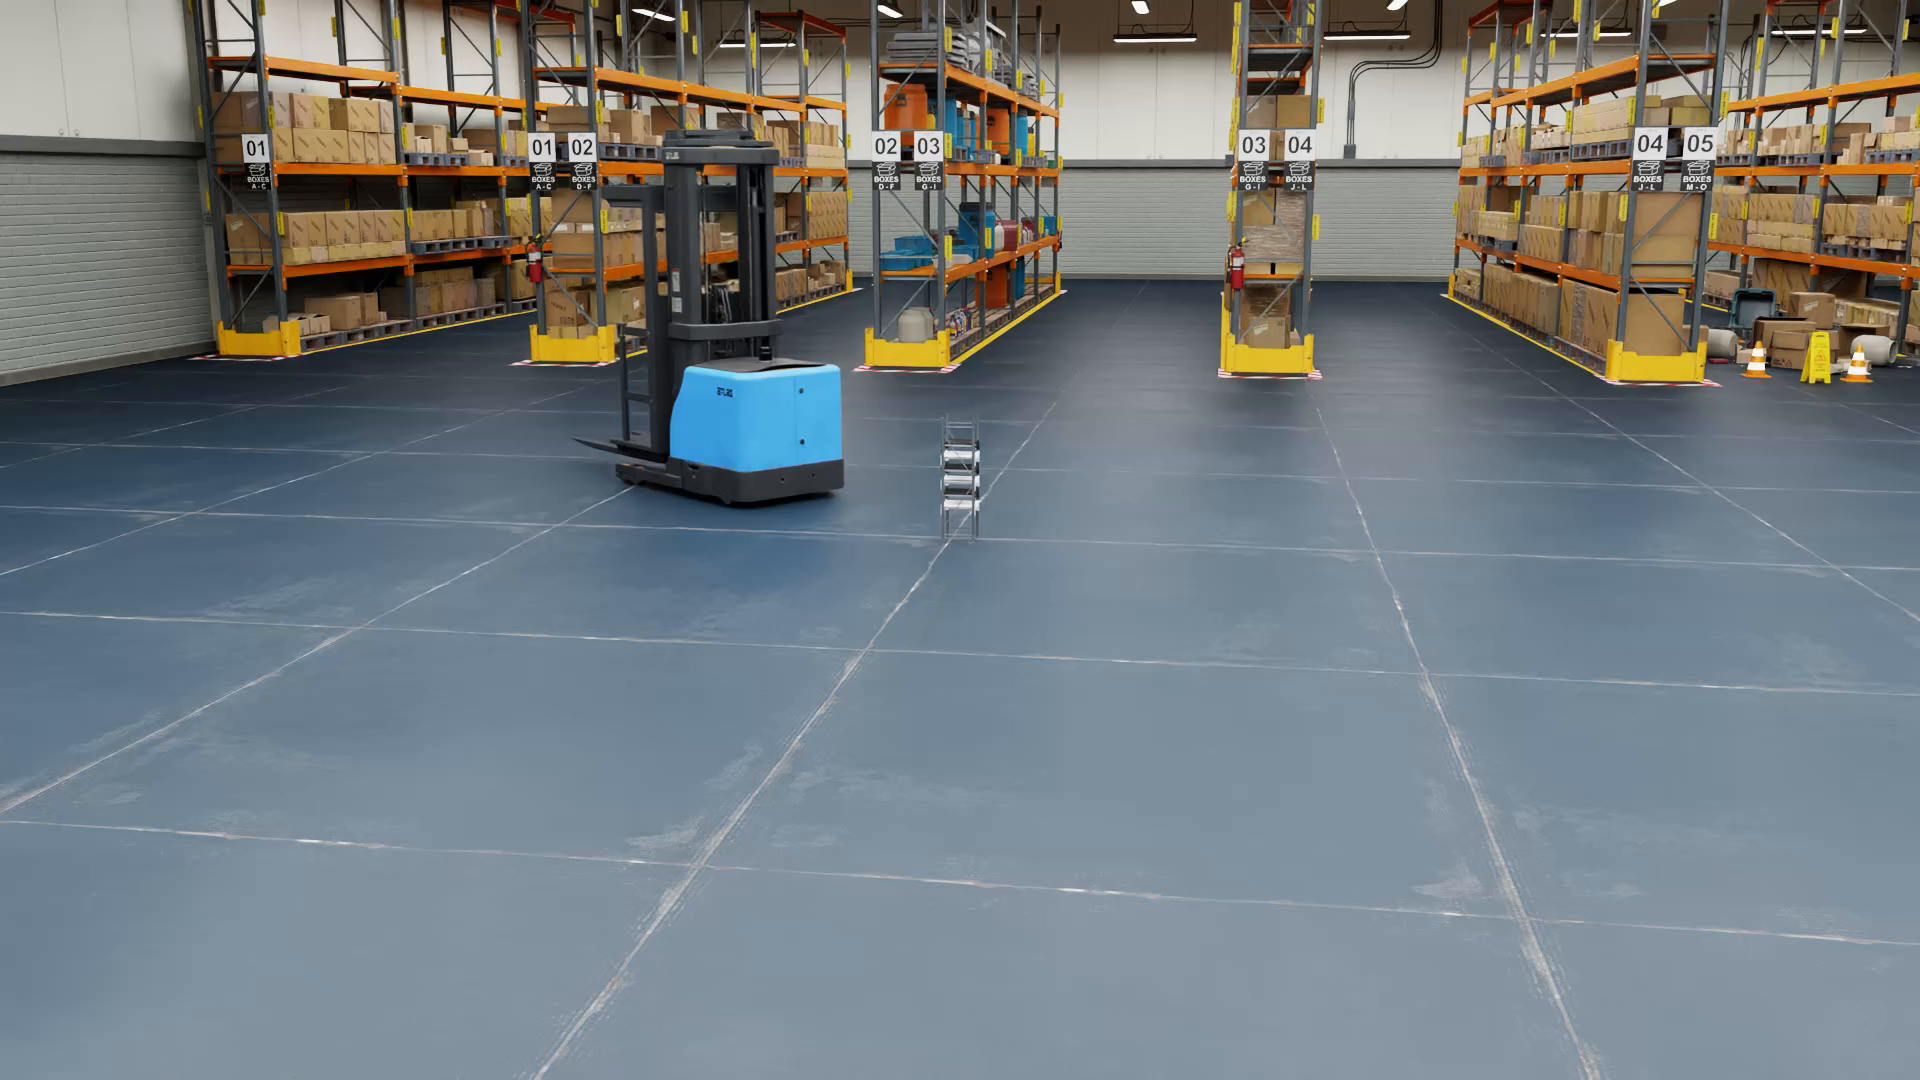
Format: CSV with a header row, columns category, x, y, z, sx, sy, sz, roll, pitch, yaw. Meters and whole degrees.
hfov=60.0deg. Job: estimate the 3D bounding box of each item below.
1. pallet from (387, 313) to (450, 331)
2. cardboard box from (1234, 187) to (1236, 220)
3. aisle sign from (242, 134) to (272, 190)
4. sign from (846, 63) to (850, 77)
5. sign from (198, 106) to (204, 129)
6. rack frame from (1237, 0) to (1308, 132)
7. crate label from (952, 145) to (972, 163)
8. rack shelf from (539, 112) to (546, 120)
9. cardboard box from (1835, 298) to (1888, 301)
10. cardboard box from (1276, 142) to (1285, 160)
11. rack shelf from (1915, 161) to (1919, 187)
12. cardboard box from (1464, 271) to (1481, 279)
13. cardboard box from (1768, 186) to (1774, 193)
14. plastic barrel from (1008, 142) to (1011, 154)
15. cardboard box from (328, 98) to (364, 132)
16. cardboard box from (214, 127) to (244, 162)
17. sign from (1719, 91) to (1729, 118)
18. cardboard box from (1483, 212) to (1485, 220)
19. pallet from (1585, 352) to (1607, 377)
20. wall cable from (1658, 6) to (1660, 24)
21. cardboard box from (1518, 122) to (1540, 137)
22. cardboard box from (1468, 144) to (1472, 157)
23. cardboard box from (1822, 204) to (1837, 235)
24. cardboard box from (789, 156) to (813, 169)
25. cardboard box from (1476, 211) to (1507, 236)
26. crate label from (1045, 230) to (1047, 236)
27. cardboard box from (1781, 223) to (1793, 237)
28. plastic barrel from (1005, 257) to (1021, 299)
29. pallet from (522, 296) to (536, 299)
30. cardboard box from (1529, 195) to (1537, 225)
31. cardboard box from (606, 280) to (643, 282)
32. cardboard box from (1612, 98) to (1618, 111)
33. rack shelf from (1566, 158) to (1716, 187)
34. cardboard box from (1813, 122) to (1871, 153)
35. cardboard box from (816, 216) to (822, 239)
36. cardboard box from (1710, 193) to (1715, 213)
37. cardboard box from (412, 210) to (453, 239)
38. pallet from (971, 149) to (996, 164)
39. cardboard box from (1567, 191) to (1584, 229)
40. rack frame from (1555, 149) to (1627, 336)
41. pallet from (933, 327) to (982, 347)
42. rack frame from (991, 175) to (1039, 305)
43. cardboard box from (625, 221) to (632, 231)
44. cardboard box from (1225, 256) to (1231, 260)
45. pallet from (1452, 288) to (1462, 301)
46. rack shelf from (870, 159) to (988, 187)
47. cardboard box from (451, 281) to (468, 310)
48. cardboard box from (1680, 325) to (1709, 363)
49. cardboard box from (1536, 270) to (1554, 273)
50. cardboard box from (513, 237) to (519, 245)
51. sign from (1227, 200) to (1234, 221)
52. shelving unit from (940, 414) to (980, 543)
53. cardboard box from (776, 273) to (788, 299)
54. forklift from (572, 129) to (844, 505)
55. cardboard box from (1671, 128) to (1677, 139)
category,x,y,z,sx,sy,sz,roll,pitch,yaw
pallet,-9.760,-3.867,29.438,1.003,0.211,1.213,2,12,9
cardboard box,4.409,-5.080,25.131,0.500,0.500,0.500,2,12,9
aisle sign,-10.208,-5.482,24.140,0.394,0.787,0.004,2,12,9
sign,-2.592,-10.851,38.392,0.100,0.325,0.005,2,12,9
sign,-11.038,-6.157,24.222,0.100,0.325,0.005,2,12,9
rack frame,4.805,-7.520,25.526,1.000,3.000,0.127,2,12,9
crate label,-0.090,-5.687,24.497,0.502,0.251,0.408,2,12,9
rack shelf,-8.340,-9.536,37.537,1.077,0.370,4.000,2,12,9
cardboard box,15.116,-3.902,28.220,0.950,0.372,0.625,1,12,5
cardboard box,4.520,-5.239,22.420,0.500,0.250,0.500,2,12,10
rack shelf,14.290,-4.964,22.496,1.077,0.370,4.000,2,12,9
cardboard box,10.937,-5.633,35.370,0.380,0.149,0.250,2,12,10
cardboard box,16.156,-6.897,32.727,0.380,0.149,0.250,2,12,9
plastic barrel,0.917,-7.389,31.411,0.294,0.245,0.294,0,12,0
cardboard box,-9.831,-6.746,26.396,0.500,0.500,0.500,1,12,7
cardboard box,-10.679,-5.856,24.641,0.500,0.500,0.500,3,12,13
sign,9.623,-5.486,20.945,0.100,0.325,0.005,2,12,9
cardboard box,10.327,-6.265,32.133,0.380,0.149,0.250,2,12,9
pallet,9.121,-2.378,22.529,1.003,0.211,1.213,2,12,9
wall cable,16.003,-14.149,40.623,2.355,3.000,0.029,2,12,9
cardboard box,10.175,-7.327,29.698,0.396,0.266,0.258,2,12,9
cardboard box,11.043,-8.244,35.177,0.500,0.250,0.500,2,12,9
cardboard box,14.915,-5.412,28.046,0.500,0.500,0.500,2,12,7
cardboard box,-3.433,-8.060,35.510,0.500,0.250,0.500,2,12,9
cardboard box,10.716,-6.375,33.510,0.500,0.500,0.500,2,12,9
crate label,1.733,-6.852,37.150,0.396,0.136,0.243,2,12,9
cardboard box,15.170,-5.593,29.994,0.500,0.250,0.500,2,12,7
plastic barrel,0.932,-5.332,33.600,0.600,0.901,0.708,2,12,9
pallet,-8.877,-4.953,34.475,1.003,0.211,1.213,2,12,9
cardboard box,10.227,-5.682,28.630,0.700,0.500,0.500,2,12,8
cardboard box,-5.432,-3.946,26.932,0.500,0.500,0.500,2,12,9
cardboard box,8.910,-5.800,22.138,0.380,0.149,0.250,2,12,10
rack shelf,9.383,-5.104,23.142,1.077,0.370,4.000,2,12,9
cardboard box,15.121,-6.904,28.547,0.797,0.503,0.637,1,12,5
cardboard box,-3.329,-6.827,36.314,0.500,0.500,0.500,2,12,10
cardboard box,15.944,-6.996,34.724,0.500,0.500,0.500,2,12,8
cardboard box,-9.603,-5.691,30.001,0.700,0.500,0.500,4,13,16
pallet,-0.103,-5.968,25.895,1.213,0.211,1.003,2,12,9
cardboard box,9.600,-4.931,24.834,0.875,0.550,0.550,2,12,9
rack frame,9.691,-4.405,25.314,1.000,3.000,0.127,2,12,9
pallet,-0.233,-3.246,26.554,1.003,0.211,1.213,2,12,9
rack frame,1.142,-6.413,34.630,1.000,3.000,0.127,2,12,9
cardboard box,-5.168,-4.732,25.052,0.380,0.149,0.250,1,12,7
cardboard box,5.820,-5.099,32.580,1.225,0.875,0.875,1,12,7
pallet,11.365,-5.356,36.346,1.003,0.211,1.213,2,12,9
rack shelf,-0.396,-5.446,24.730,1.077,0.370,4.000,2,12,9
cardboard box,-9.565,-4.535,30.805,0.700,0.500,0.500,2,12,8
cardboard box,10.466,-2.828,23.924,0.500,0.500,0.500,4,13,18
cardboard box,10.651,-4.724,29.948,0.500,0.250,0.500,1,12,6
cardboard box,-8.936,-5.901,32.805,0.380,0.149,0.250,2,12,9
sign,4.256,-5.170,26.116,0.100,0.325,0.005,2,12,9
shelving unit,0.001,-0.442,11.906,0.258,0.900,0.210,2,12,9
cardboard box,-3.783,-5.142,33.623,0.500,0.500,0.500,1,12,7
forklift,-2.309,-1.960,14.132,1.130,2.935,3.031,-11,16,-41
cardboard box,9.483,-5.284,21.636,0.380,0.149,0.250,2,12,9
